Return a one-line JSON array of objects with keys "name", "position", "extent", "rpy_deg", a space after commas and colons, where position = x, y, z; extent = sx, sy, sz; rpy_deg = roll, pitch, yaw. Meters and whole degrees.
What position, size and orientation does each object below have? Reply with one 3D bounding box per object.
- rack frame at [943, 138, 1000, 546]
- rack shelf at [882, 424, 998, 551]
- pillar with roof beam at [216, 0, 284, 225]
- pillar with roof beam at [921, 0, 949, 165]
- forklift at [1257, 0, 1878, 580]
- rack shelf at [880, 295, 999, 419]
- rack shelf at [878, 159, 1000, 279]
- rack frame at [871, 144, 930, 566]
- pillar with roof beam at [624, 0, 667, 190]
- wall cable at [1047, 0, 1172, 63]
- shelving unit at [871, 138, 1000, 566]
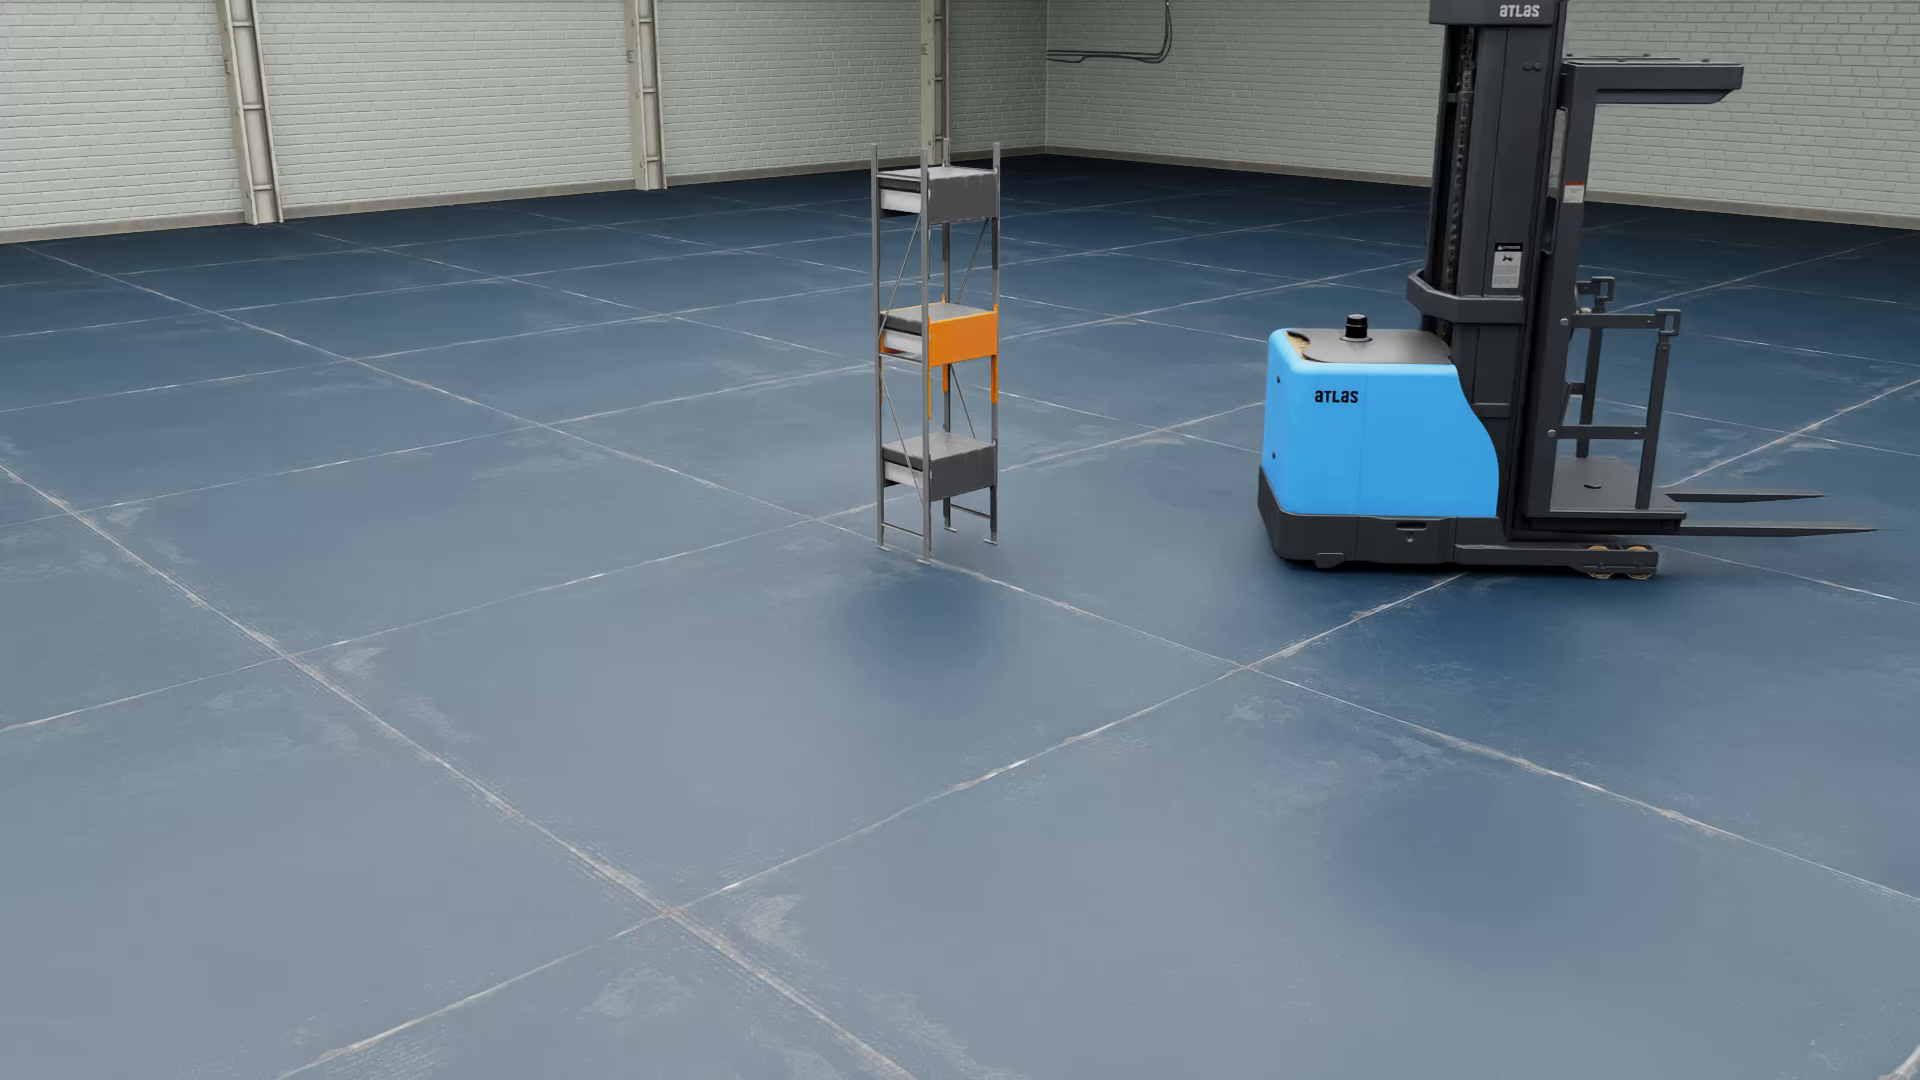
[{"name": "rack frame", "position": [0.057, -1.015, 8.712], "extent": [0.015, 2.100, 0.400], "rpy_deg": [-16, 24, -41]}, {"name": "rack shelf", "position": [-0.120, -0.285, 8.773], "extent": [0.480, 0.518, 0.431], "rpy_deg": [-16, 24, -41]}, {"name": "pillar with roof beam", "position": [-6.200, -7.500, 17.525], "extent": [0.400, 9.000, 9.100], "rpy_deg": [-16, 24, -41]}, {"name": "pillar with roof beam", "position": [2.520, -10.042, 25.367], "extent": [0.400, 9.000, 9.100], "rpy_deg": [-16, 24, -41]}, {"name": "forklift", "position": [3.162, -1.363, 8.437], "extent": [3.031, 2.935, 1.130], "rpy_deg": [1, 18, 3]}, {"name": "rack shelf", "position": [-0.120, -0.951, 8.557], "extent": [0.480, 0.518, 0.431], "rpy_deg": [-16, 24, -41]}, {"name": "rack shelf", "position": [-0.120, -1.617, 8.341], "extent": [0.480, 0.518, 0.431], "rpy_deg": [-16, 24, -41]}, {"name": "rack frame", "position": [-0.298, -0.912, 8.393], "extent": [0.015, 2.100, 0.400], "rpy_deg": [-16, 24, -41]}, {"name": "pillar with roof beam", "position": [-1.840, -8.771, 21.446], "extent": [0.400, 9.000, 9.100], "rpy_deg": [-16, 24, -41]}, {"name": "wall cable", "position": [2.611, -9.858, 29.833], "extent": [0.112, 2.526, 3.097], "rpy_deg": [-16, 24, -41]}, {"name": "shelving unit", "position": [-0.120, -0.964, 8.553], "extent": [0.503, 2.100, 0.431], "rpy_deg": [-16, 24, -41]}]
